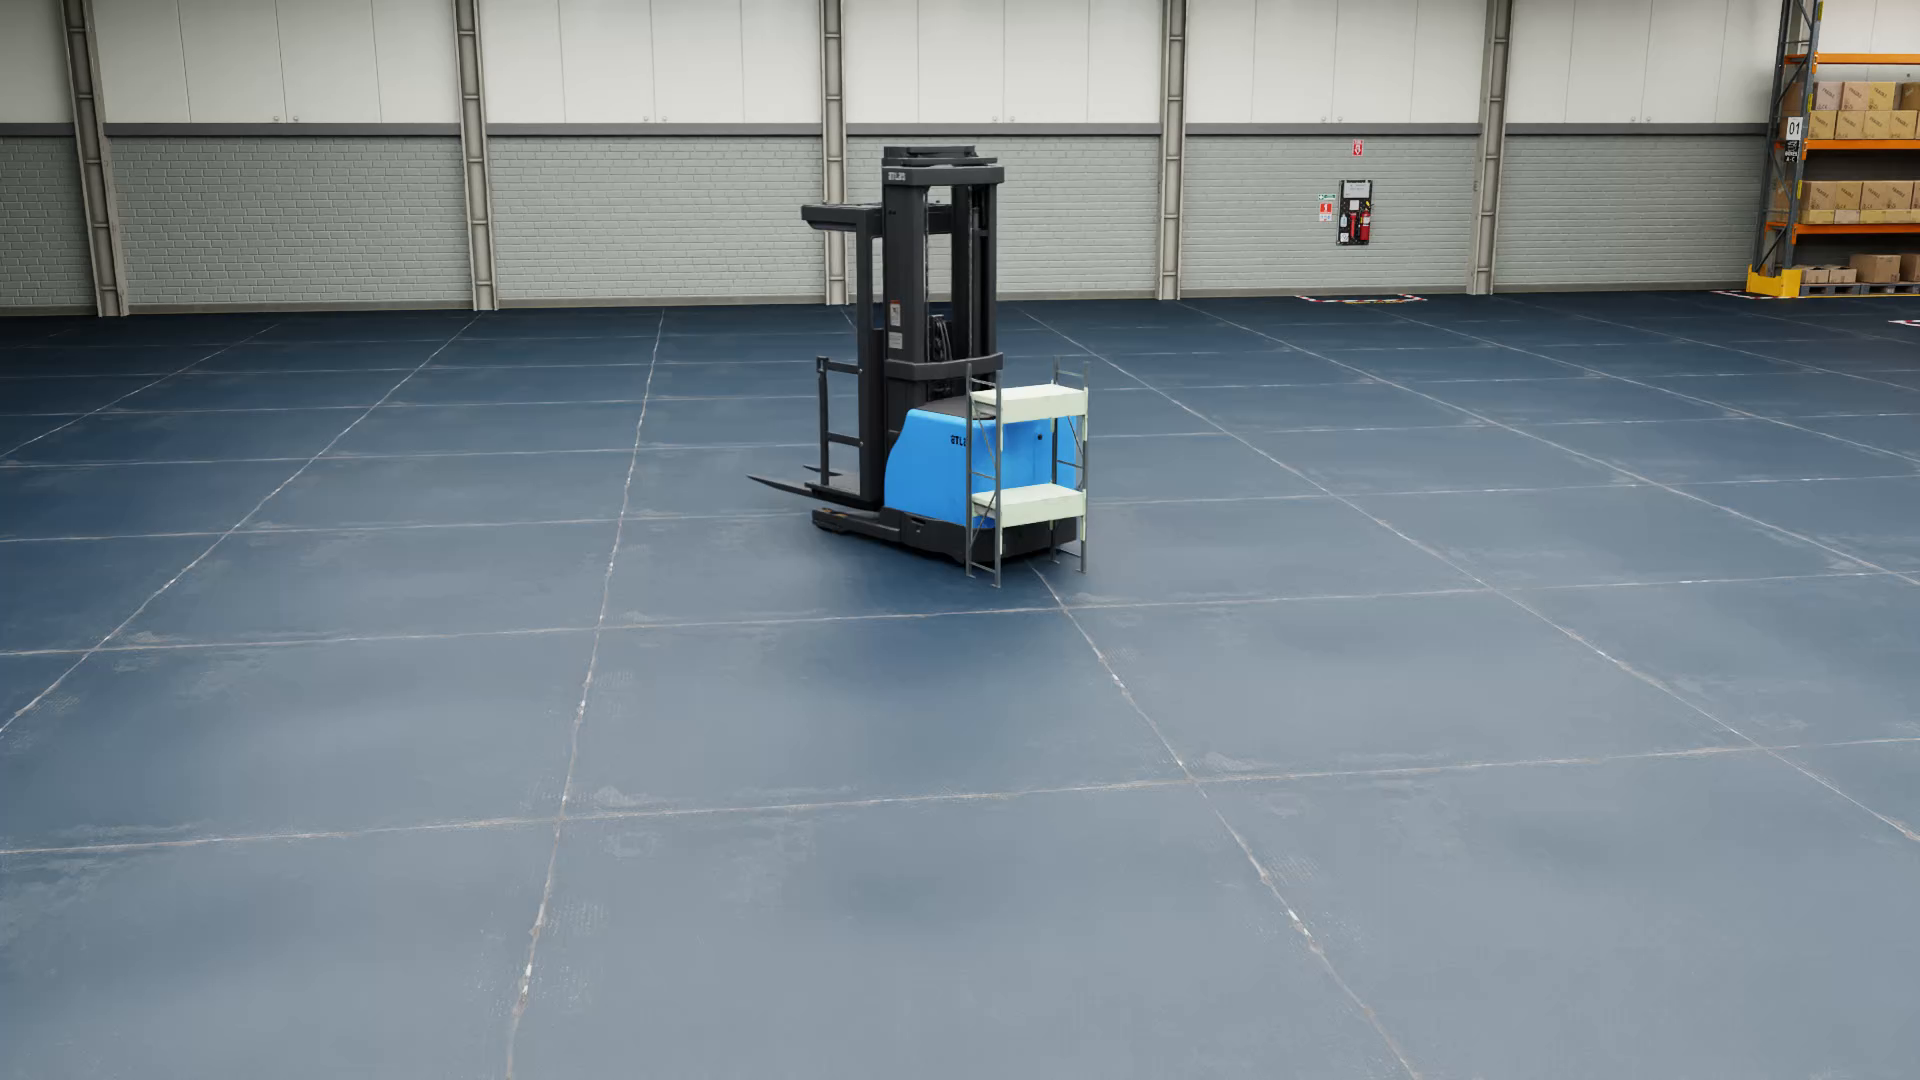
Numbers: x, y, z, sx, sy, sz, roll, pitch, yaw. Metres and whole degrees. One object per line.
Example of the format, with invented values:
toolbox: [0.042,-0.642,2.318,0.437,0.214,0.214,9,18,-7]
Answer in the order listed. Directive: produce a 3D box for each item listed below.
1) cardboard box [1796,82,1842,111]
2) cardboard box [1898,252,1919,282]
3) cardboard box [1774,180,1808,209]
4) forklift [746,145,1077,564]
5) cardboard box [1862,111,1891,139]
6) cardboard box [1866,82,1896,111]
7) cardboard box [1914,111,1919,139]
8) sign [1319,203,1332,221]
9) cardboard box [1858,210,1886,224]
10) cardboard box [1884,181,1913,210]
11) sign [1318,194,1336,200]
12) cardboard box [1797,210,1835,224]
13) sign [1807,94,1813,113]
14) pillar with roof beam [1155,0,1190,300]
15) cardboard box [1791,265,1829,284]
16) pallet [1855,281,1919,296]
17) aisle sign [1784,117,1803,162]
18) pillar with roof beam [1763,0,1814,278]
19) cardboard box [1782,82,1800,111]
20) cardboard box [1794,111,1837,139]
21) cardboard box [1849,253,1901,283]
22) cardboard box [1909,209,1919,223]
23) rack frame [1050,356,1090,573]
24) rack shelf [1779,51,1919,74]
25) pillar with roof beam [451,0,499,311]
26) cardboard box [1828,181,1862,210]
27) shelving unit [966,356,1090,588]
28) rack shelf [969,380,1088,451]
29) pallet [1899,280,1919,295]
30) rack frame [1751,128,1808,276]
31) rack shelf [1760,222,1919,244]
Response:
cardboard box: [15.482,-7.992,29.955,0.500,0.500,0.500,-3,14,-12]
cardboard box: [18.000,-5.137,31.274,0.500,0.500,0.500,-3,14,-13]
cardboard box: [15.500,-6.407,30.830,0.500,0.500,0.500,-2,14,-9]
forklift: [-0.510,-1.539,12.832,1.130,2.935,3.031,-13,19,-42]
cardboard box: [16.482,-7.534,30.185,0.500,0.500,0.500,-1,14,-6]
cardboard box: [16.491,-8.019,30.064,0.500,0.500,0.500,-2,14,-7]
cardboard box: [17.514,-7.574,30.345,0.500,0.500,0.500,-3,14,-11]
sign: [6.684,-5.996,30.391,0.234,0.329,0.001,-2,14,-8]
cardboard box: [16.611,-5.956,30.572,0.500,0.250,0.500,-2,14,-9]
cardboard box: [17.093,-6.338,30.555,0.500,0.500,0.500,-2,14,-7]
sign: [6.690,-6.251,30.319,0.331,0.109,0.001,-2,14,-8]
cardboard box: [15.595,-5.917,30.415,0.500,0.250,0.500,-3,14,-10]
sign: [15.146,-7.787,29.642,0.005,0.325,0.100,-2,14,-8]
pillar with roof beam: [4.404,-7.711,24.971,0.400,9.000,9.100,-2,14,-8]
cardboard box: [15.763,-4.951,30.921,0.500,0.311,0.500,-4,15,-15]
pallet: [17.153,-4.753,31.240,1.213,0.211,1.003,-2,14,-8]
aisle sign: [15.039,-7.225,30.019,0.004,0.787,0.394,-2,14,-8]
pillar with roof beam: [16.270,-8.146,26.705,0.400,9.000,9.100,-2,14,-8]
cardboard box: [15.453,-8.115,30.445,0.500,0.500,0.500,-1,14,-6]
cardboard box: [15.433,-7.504,30.063,0.500,0.500,0.500,-2,14,-7]
cardboard box: [17.059,-5.078,31.038,0.500,0.500,0.700,-3,14,-12]
cardboard box: [17.608,-5.992,30.717,0.500,0.250,0.500,-2,14,-9]
rack frame: [0.776,-0.534,11.766,0.023,1.500,0.400,-9,17,-32]
rack shelf: [17.043,-8.670,30.281,4.000,0.370,1.077,-2,14,-8]
pillar with roof beam: [-7.462,-7.277,23.237,0.400,9.000,9.100,-2,14,-8]
cardboard box: [16.072,-6.300,30.401,0.500,0.500,0.500,-2,14,-8]
shelving unit: [0.468,-0.486,11.575,0.755,1.500,0.431,-9,17,-32]
rack shelf: [0.468,-0.864,11.480,0.720,0.370,0.431,-9,17,-32]
pallet: [18.362,-4.798,31.420,1.213,0.211,1.003,-2,14,-8]
rack frame: [15.065,-6.038,30.633,0.127,3.000,1.000,-2,14,-8]
rack shelf: [17.043,-5.762,31.010,4.000,0.370,1.077,-2,14,-8]
